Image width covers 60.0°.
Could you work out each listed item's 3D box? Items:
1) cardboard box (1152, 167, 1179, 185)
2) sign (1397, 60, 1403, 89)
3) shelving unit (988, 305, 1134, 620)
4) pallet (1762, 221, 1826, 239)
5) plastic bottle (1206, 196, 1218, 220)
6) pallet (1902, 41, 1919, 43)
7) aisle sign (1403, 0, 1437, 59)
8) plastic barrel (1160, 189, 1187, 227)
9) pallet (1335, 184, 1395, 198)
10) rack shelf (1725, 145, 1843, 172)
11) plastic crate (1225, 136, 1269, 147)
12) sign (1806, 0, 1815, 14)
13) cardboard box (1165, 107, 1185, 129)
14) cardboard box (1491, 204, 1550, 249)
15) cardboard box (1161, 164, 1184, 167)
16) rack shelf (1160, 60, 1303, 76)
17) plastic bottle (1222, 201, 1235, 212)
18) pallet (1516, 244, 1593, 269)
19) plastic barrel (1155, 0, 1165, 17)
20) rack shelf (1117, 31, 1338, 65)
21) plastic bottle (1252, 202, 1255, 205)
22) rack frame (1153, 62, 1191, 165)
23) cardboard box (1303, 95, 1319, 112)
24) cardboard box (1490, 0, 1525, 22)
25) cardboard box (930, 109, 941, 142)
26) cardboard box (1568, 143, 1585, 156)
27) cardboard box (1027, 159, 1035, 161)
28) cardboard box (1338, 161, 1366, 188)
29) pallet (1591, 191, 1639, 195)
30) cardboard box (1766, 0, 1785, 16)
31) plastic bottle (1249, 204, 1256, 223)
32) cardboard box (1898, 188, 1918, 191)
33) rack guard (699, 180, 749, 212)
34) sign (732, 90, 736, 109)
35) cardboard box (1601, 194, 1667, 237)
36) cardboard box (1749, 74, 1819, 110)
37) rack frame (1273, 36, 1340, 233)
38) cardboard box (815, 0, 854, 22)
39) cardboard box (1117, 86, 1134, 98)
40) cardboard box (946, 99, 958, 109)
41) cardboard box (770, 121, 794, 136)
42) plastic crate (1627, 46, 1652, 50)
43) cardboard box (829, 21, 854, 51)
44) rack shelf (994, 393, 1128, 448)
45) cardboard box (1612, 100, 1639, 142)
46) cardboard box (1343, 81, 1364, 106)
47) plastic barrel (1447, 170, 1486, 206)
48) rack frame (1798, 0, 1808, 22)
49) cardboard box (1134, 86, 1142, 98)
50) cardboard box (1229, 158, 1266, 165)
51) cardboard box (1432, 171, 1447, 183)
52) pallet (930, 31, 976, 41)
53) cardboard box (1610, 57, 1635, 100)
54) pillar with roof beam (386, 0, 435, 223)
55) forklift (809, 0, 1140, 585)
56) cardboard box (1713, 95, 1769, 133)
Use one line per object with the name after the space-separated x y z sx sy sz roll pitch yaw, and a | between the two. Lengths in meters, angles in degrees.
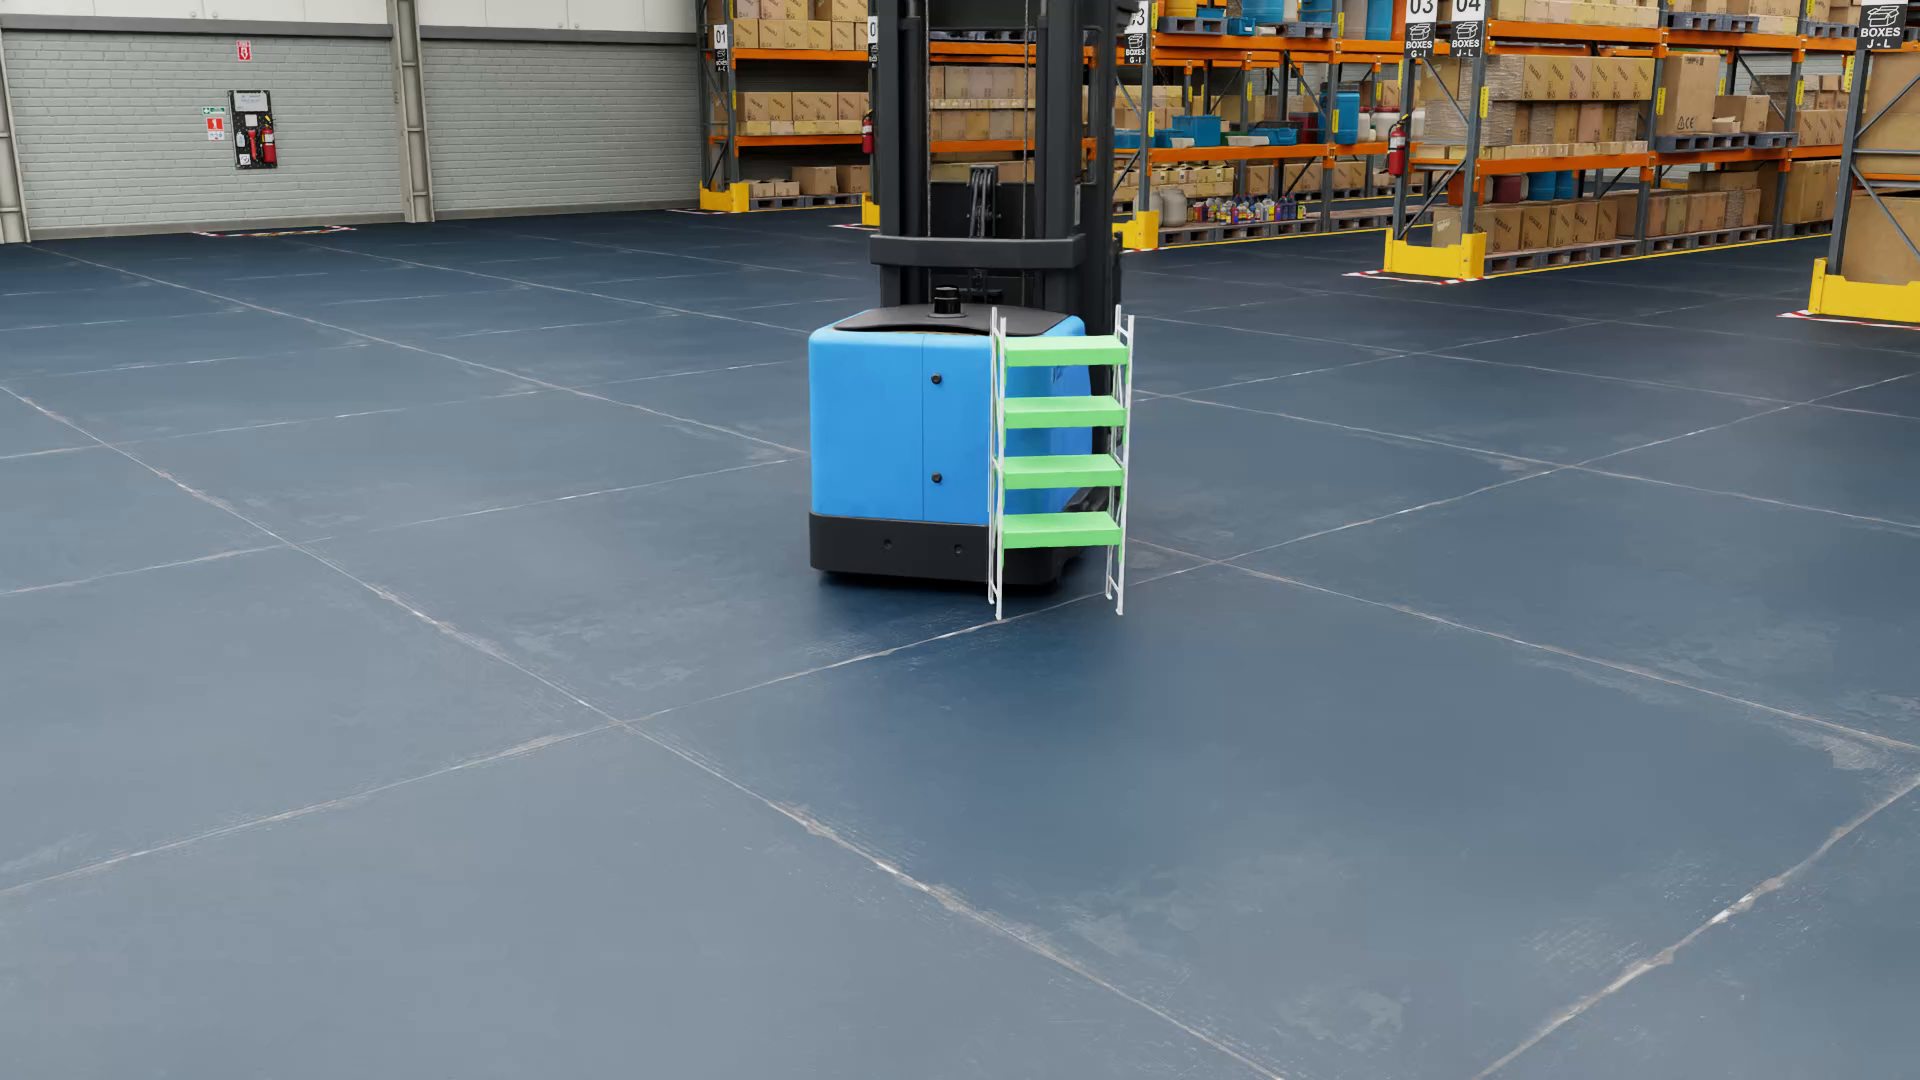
3.582 -6.559 29.922 0.500 0.311 0.500 -12 19 -38 | cardboard box
5.081 -5.349 19.105 0.005 0.325 0.100 -13 19 -39 | sign
0.385 -0.300 6.520 0.503 1.200 0.258 -2 18 -7 | shelving unit
12.109 -4.652 24.756 1.213 0.211 1.003 -13 19 -39 | pallet
3.711 -4.908 24.593 0.185 0.351 0.144 -12 19 -37 | plastic bottle
16.026 -8.306 27.394 1.213 0.211 1.003 -13 19 -39 | pallet
5.186 -5.829 18.722 0.004 0.787 0.394 -13 19 -39 | aisle sign
3.003 -4.701 23.546 0.421 0.512 0.421 0 15 0 | plastic barrel
8.501 -7.256 34.505 1.213 0.211 1.003 -13 19 -39 | pallet
12.974 -5.871 25.313 4.000 0.370 1.077 -13 19 -39 | rack shelf
4.137 -5.715 23.844 0.437 0.136 0.530 -13 19 -39 | plastic crate
11.820 -7.473 23.101 0.005 0.325 0.100 -13 19 -39 | sign
3.710 -7.570 30.085 0.500 0.500 0.500 -14 20 -42 | cardboard box
6.825 -3.833 20.317 0.500 0.500 0.500 -10 18 -34 | cardboard box
3.986 -6.833 30.945 0.500 0.311 0.500 -13 20 -41 | cardboard box
6.237 -10.891 38.293 4.000 0.370 1.077 -13 19 -39 | rack shelf
3.968 -4.879 24.628 0.135 0.276 0.152 -13 19 -39 | plastic bottle
7.043 -3.527 20.545 1.213 0.211 1.003 -13 19 -39 | pallet
2.462 -7.456 22.392 0.708 0.830 0.600 -13 19 -39 | plastic barrel
3.687 -6.930 23.462 4.000 0.370 1.077 -13 19 -39 | rack shelf
4.316 -4.808 24.350 0.133 0.283 0.061 -13 19 -39 | plastic bottle
4.728 -9.451 37.319 0.127 3.000 1.000 -13 19 -39 | rack frame
6.690 -8.427 32.478 0.700 0.500 0.500 10 18 33 | cardboard box
5.963 -5.933 18.627 0.500 0.250 0.500 -12 19 -38 | cardboard box
-0.710 -6.579 26.374 0.500 0.500 0.700 -13 19 -39 | cardboard box
7.337 -4.736 20.156 0.250 0.149 0.380 -13 19 -39 | cardboard box
1.356 -6.165 28.079 0.500 0.500 0.500 -13 19 -39 | cardboard box
7.798 -7.353 33.455 0.500 0.500 0.500 -13 20 -40 | cardboard box
12.681 -6.515 31.730 1.213 0.211 1.003 -13 19 -39 | pallet
10.890 -7.401 22.669 0.500 0.500 0.500 -13 20 -39 | cardboard box
4.238 -4.739 24.115 0.097 0.271 0.097 0 15 0 | plastic bottle
15.033 -5.830 27.069 0.875 0.875 0.875 -13 19 -39 | cardboard box
-4.267 -6.223 30.079 0.348 0.500 1.175 -13 19 -39 | rack guard
-3.968 -7.731 29.201 0.005 0.325 0.100 -13 19 -39 | sign
8.925 -4.307 22.054 0.700 0.500 0.500 14 21 43 | cardboard box
12.027 -6.534 24.261 0.637 0.503 0.797 -12 19 -38 | cardboard box
5.196 -6.167 25.025 0.127 3.000 1.000 -13 19 -39 | rack frame
-2.301 -9.763 30.504 0.500 0.500 0.500 -14 20 -41 | cardboard box
3.383 -9.628 35.721 0.500 0.250 0.500 -13 20 -40 | cardboard box
-0.246 -6.928 26.422 0.250 0.149 0.380 -13 19 -39 | cardboard box
-3.366 -7.467 30.143 0.500 0.250 0.500 -13 20 -41 | cardboard box
12.348 -9.065 30.316 0.590 0.269 0.497 -13 19 -39 | plastic crate
-2.309 -9.285 30.652 0.500 0.500 0.500 -14 20 -41 | cardboard box
0.386 -0.467 6.466 0.480 0.148 0.258 -2 18 -7 | rack shelf
8.067 -5.330 21.123 0.500 0.500 0.875 -13 19 -39 | cardboard box
8.194 -9.154 34.078 0.500 0.500 0.500 -13 19 -39 | cardboard box
8.571 -6.085 28.110 0.708 0.830 0.600 -13 19 -39 | plastic barrel
11.465 -8.779 23.177 0.127 3.000 1.000 -13 19 -39 | rack frame
3.767 -9.715 36.045 0.500 0.250 0.500 -12 19 -38 | cardboard box
5.556 -7.391 32.146 0.500 0.250 0.500 -12 19 -37 | cardboard box
10.015 -7.754 35.441 0.500 0.250 0.500 -13 19 -39 | cardboard box
-0.520 -7.975 26.154 1.213 0.211 1.003 -13 19 -39 | pallet
7.912 -5.663 20.430 0.500 0.500 0.500 -13 19 -39 | cardboard box
-6.065 -8.749 23.066 0.400 9.000 9.100 -13 19 -39 | pillar with roof beam
0.228 -1.567 7.938 1.130 2.935 3.031 4 15 14 | forklift
10.728 -5.918 23.086 0.500 0.500 0.700 -9 18 -31 | cardboard box
